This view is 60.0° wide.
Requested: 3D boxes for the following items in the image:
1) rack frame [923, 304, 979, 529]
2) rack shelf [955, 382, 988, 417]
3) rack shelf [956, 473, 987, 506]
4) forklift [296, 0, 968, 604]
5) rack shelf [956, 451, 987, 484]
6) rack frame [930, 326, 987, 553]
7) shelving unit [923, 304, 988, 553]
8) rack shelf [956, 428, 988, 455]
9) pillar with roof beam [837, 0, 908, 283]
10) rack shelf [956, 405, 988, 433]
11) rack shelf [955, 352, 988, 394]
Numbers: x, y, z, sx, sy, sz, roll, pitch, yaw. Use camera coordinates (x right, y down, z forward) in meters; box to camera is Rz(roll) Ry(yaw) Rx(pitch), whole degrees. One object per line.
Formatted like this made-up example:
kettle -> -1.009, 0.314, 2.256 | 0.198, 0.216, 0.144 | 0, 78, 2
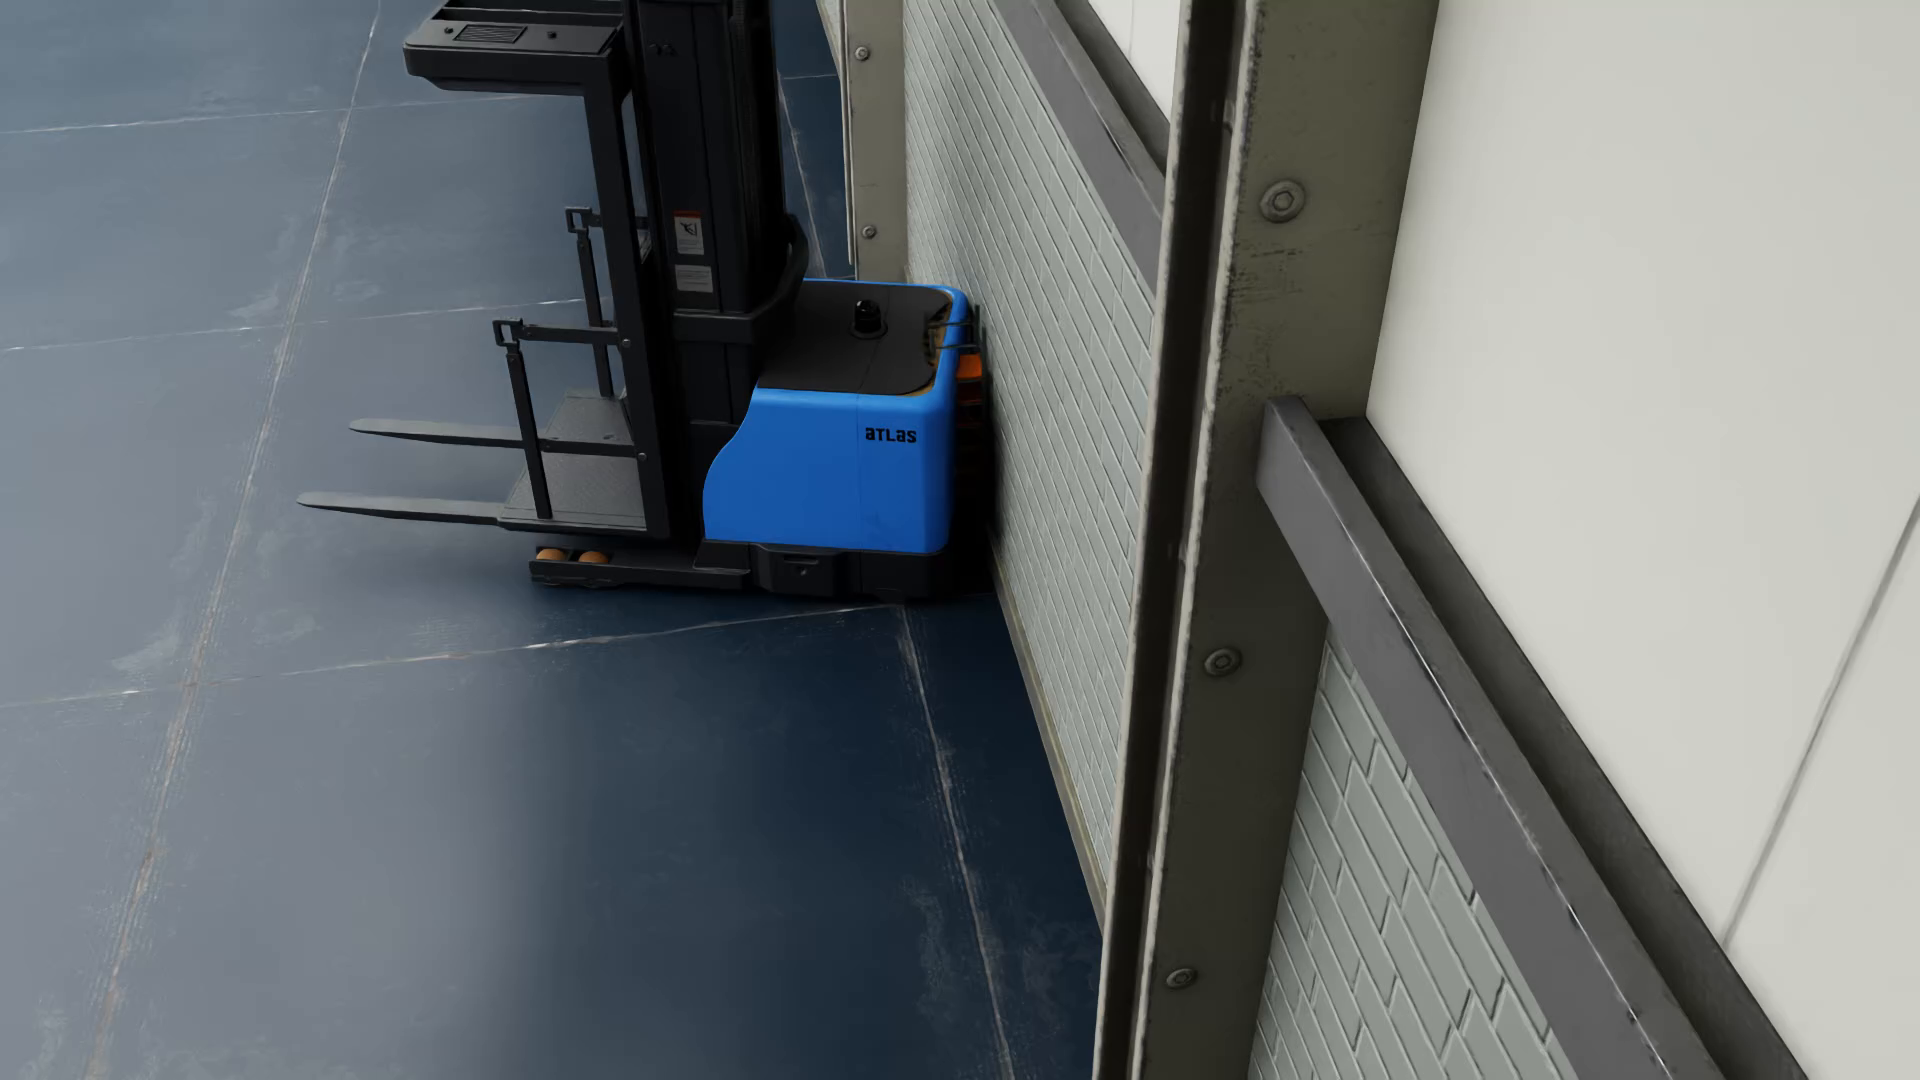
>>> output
rack frame -> -0.036, -0.518, 7.436 | 0.240, 1.200, 0.006 | -6, 39, -7
rack shelf -> -0.021, -0.616, 7.244 | 0.258, 0.103, 0.180 | -6, 39, -7
rack shelf -> -0.020, -0.238, 7.541 | 0.258, 0.103, 0.180 | -6, 39, -7
forklift -> -1.502, -1.258, 6.981 | 3.031, 2.935, 1.130 | 4, 38, 5
rack shelf -> -0.020, -0.333, 7.466 | 0.258, 0.103, 0.180 | -6, 39, -7
rack frame -> -0.005, -0.406, 7.294 | 0.240, 1.200, 0.006 | -6, 39, -7
shelving unit -> -0.020, -0.462, 7.365 | 0.258, 1.200, 0.189 | -6, 39, -7
rack shelf -> -0.020, -0.427, 7.392 | 0.258, 0.103, 0.180 | -6, 39, -7
pillar with roof beam -> -4.713, -4.653, 6.404 | 9.100, 9.000, 0.400 | -6, 38, -8
rack shelf -> -0.021, -0.521, 7.318 | 0.258, 0.103, 0.180 | -6, 39, -7
rack shelf -> -0.021, -0.710, 7.170 | 0.258, 0.103, 0.180 | -6, 39, -7
